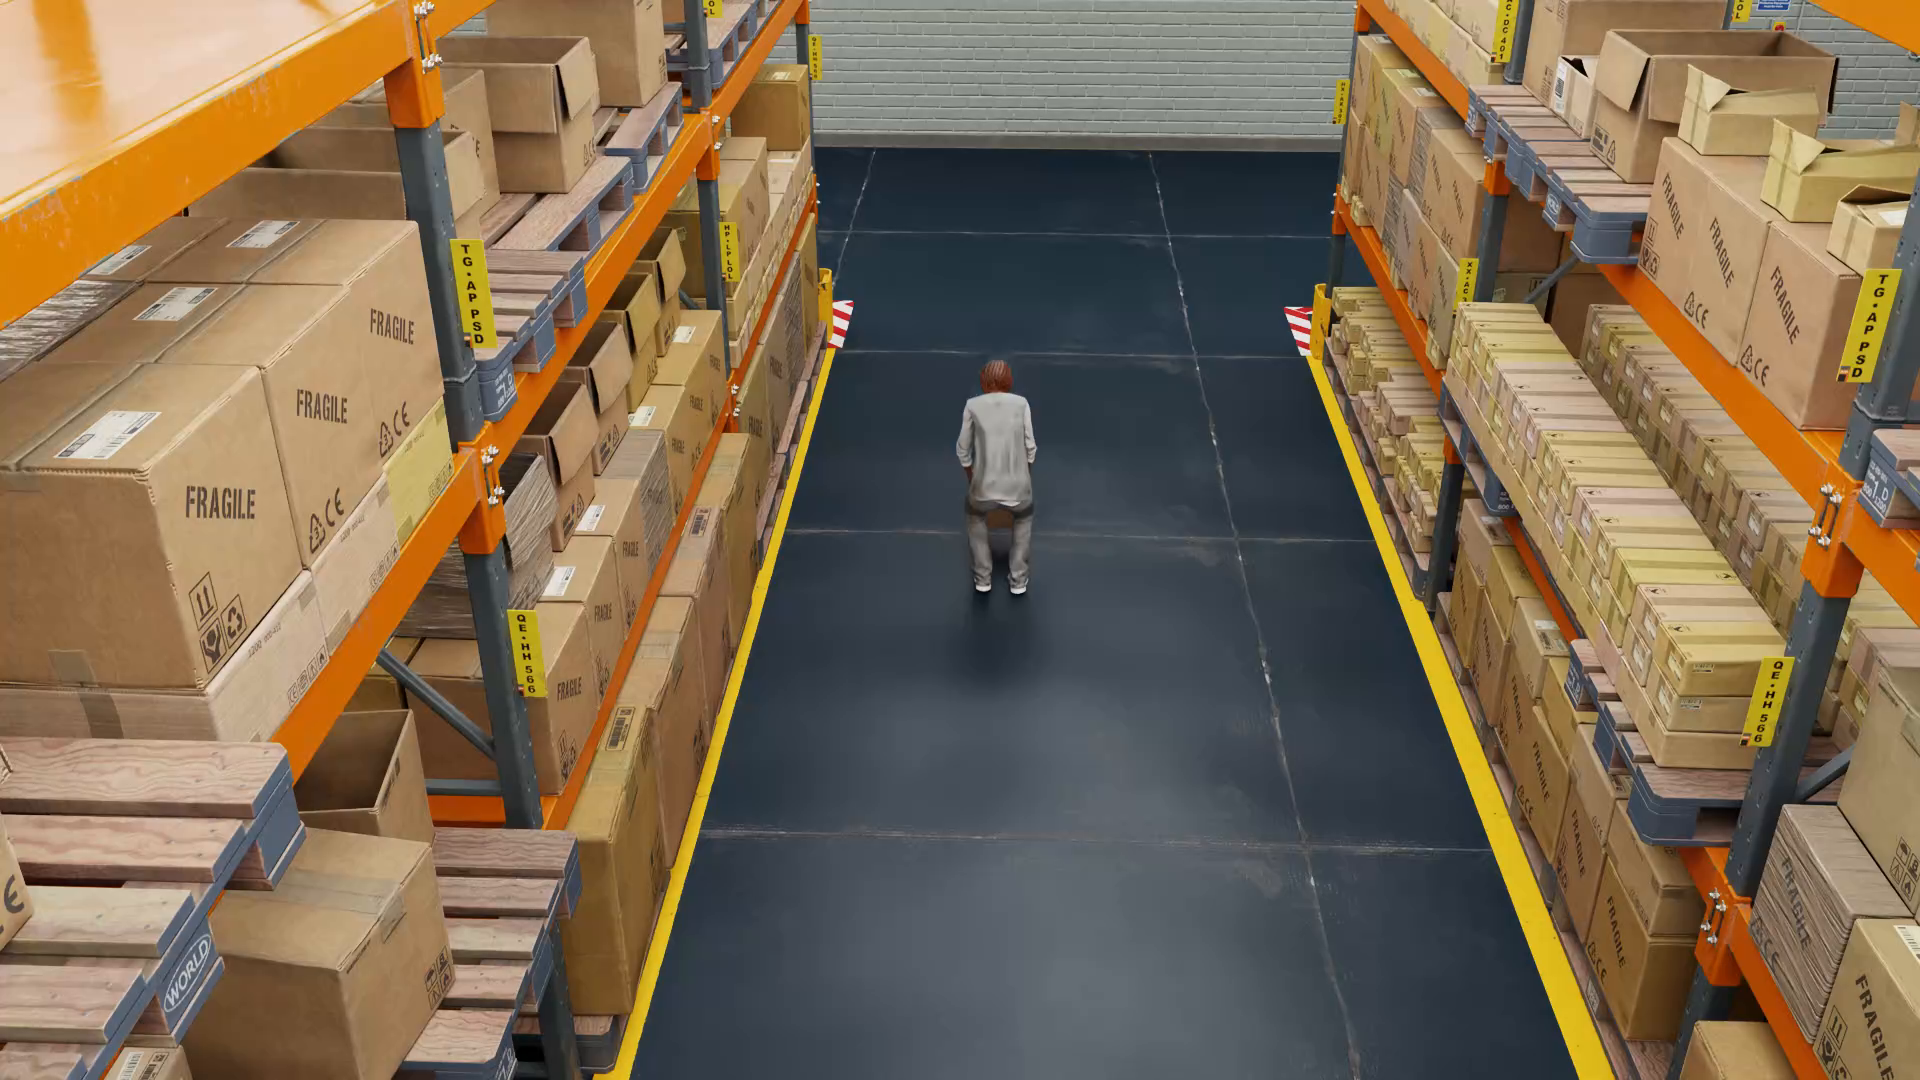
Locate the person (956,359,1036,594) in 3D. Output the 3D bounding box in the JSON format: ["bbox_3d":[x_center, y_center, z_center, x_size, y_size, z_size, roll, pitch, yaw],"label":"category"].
[{"bbox_3d":[0.203,-0.331,9.541,0.462,1.325,0.639,1,28,2],"label":"person"}]
